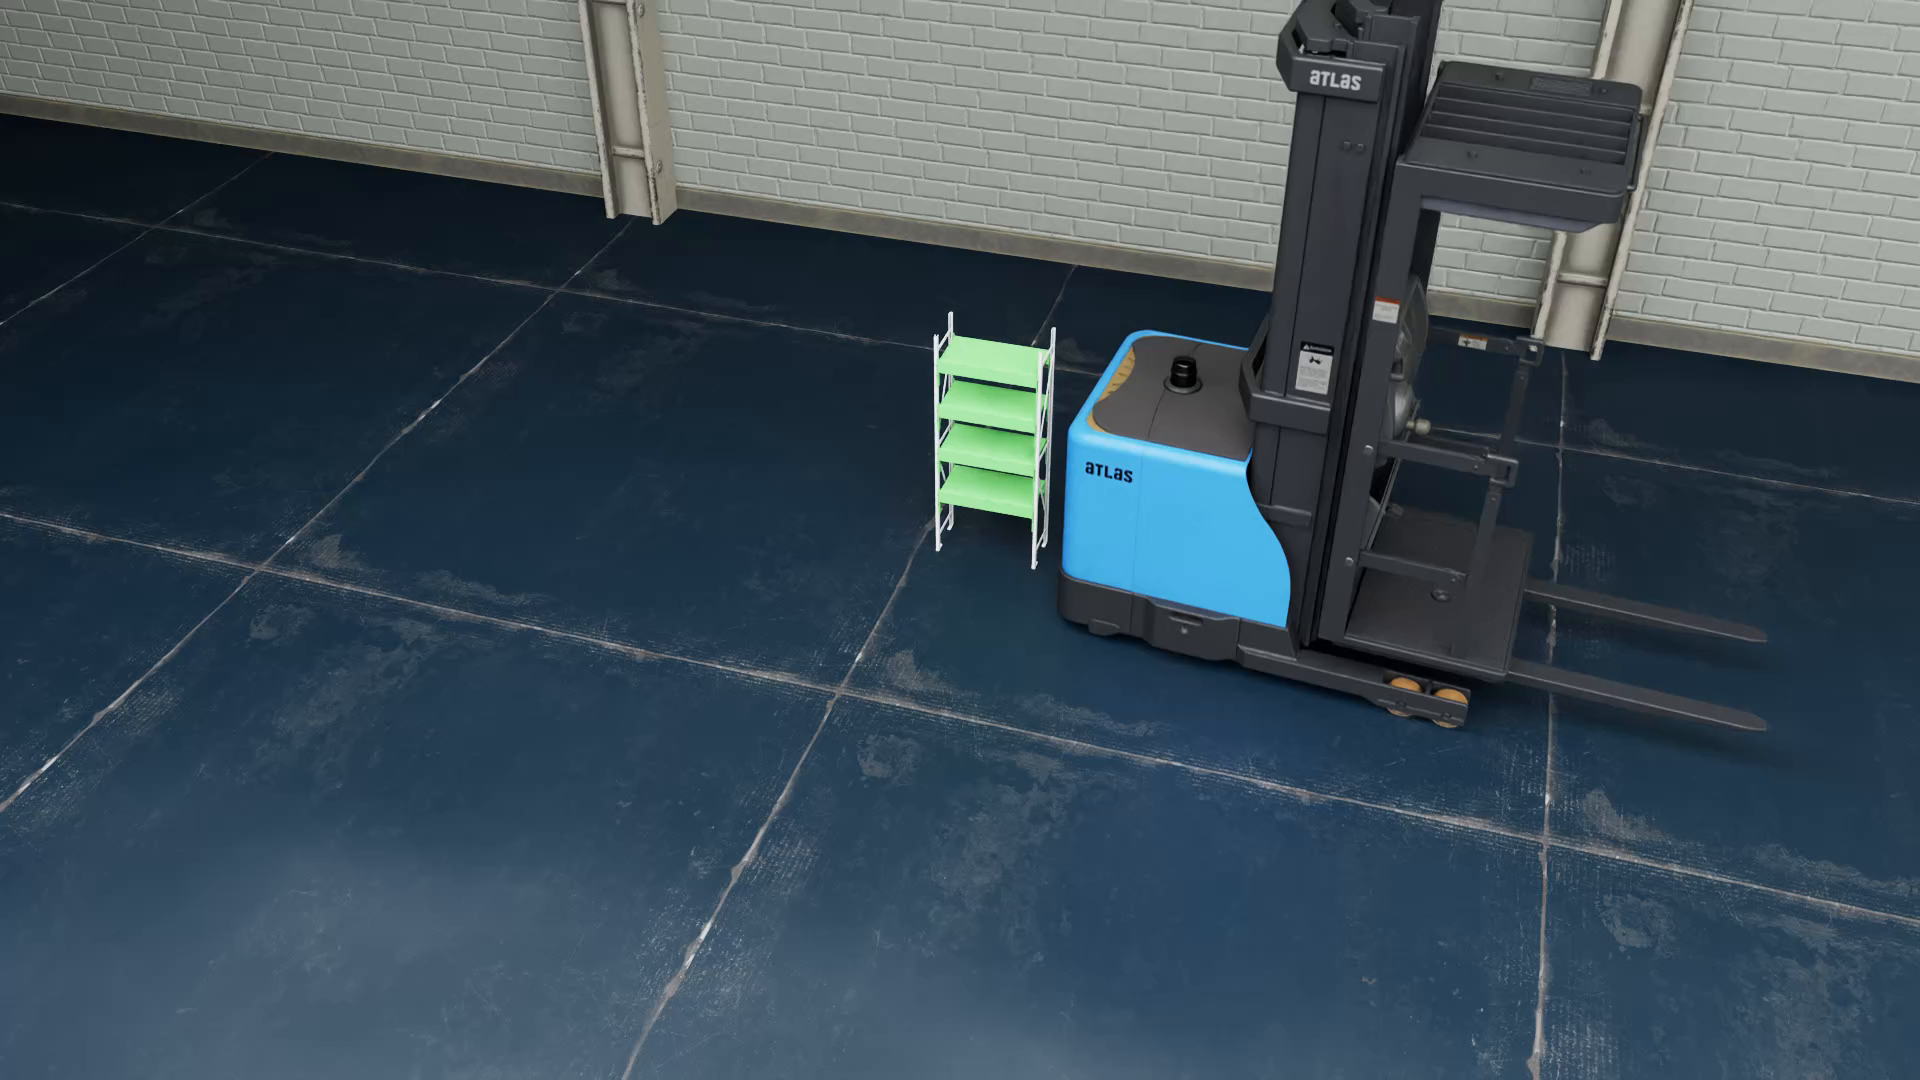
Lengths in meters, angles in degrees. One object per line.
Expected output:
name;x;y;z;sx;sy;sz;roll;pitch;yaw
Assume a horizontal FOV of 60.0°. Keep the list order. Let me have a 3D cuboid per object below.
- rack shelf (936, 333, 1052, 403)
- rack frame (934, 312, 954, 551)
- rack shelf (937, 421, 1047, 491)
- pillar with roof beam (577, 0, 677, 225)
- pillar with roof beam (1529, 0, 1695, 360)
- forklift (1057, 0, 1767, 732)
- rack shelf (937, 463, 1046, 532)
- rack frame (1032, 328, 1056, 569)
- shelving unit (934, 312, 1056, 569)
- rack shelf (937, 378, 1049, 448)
rack shelf;0.158;-0.789;7.608;0.480;0.148;0.258;10;38;14
rack frame;-0.075;-0.497;7.913;0.015;1.200;0.240;10;38;14
rack shelf;0.158;-0.403;7.892;0.480;0.148;0.258;10;38;14
pillar with roof beam;-3.433;-3.414;5.297;0.400;9.000;9.100;10;38;14
pillar with roof beam;2.294;-2.353;3.856;0.400;9.000;9.100;10;38;14
forklift;2.019;-0.733;6.773;3.031;2.935;1.130;13;38;17
rack shelf;0.158;-0.209;8.035;0.480;0.148;0.258;10;38;14
rack frame;0.391;-0.411;7.796;0.015;1.200;0.240;10;38;14
shelving unit;0.158;-0.454;7.855;0.503;1.200;0.258;10;38;14
rack shelf;0.158;-0.596;7.750;0.480;0.148;0.258;10;38;14
